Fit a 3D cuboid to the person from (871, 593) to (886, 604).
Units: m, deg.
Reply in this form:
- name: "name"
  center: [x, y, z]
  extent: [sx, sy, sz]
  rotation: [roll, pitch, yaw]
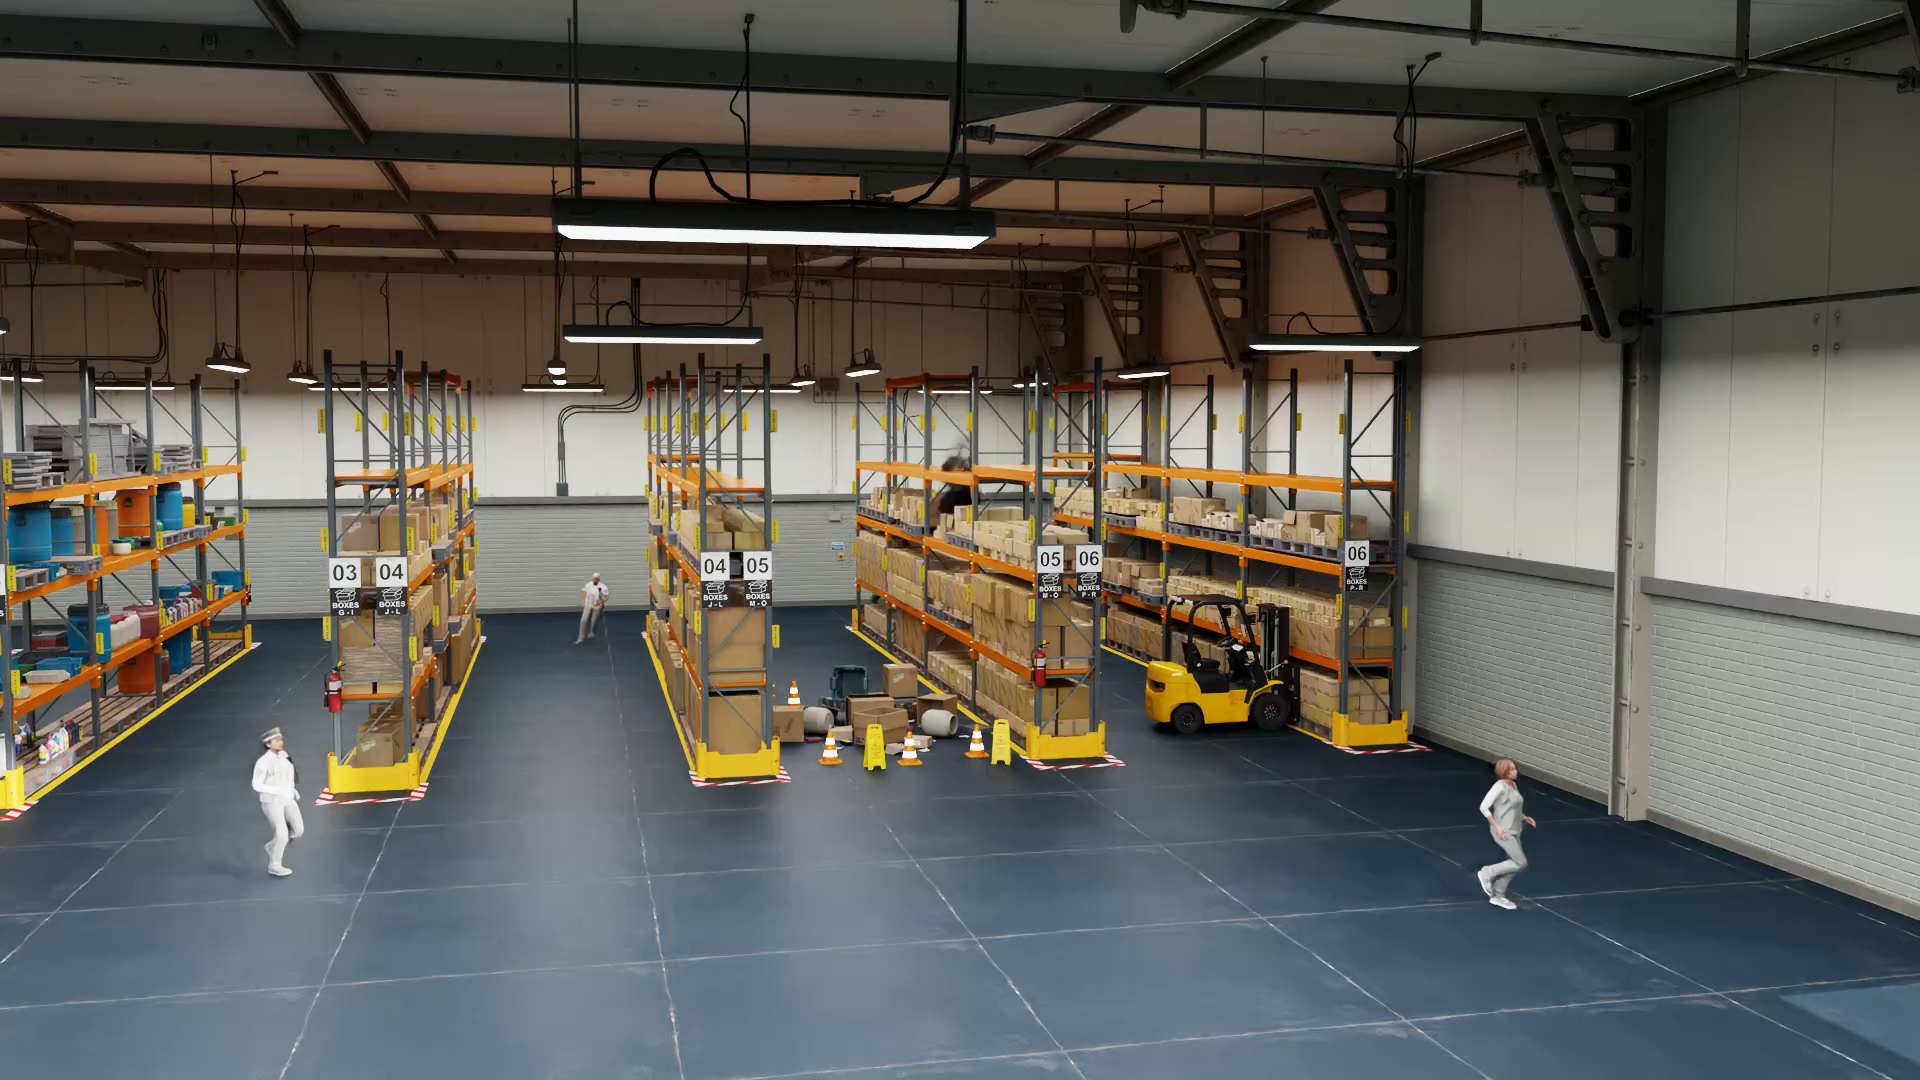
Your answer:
- name: "person"
  center: [-2.054, 1.191, 41.932]
  extent: [0.899, 1.757, 0.716]
  rotation: [3, 5, 35]

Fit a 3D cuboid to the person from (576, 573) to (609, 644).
- name: "person"
  center: [-8.429, 1.546, 38.283]
  extent: [0.691, 1.596, 0.867]
  rotation: [0, 4, -1]

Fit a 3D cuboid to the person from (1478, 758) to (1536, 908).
- name: "person"
  center: [5.665, 3.037, 17.203]
  extent: [0.539, 1.558, 0.542]
  rotation: [3, 5, 39]

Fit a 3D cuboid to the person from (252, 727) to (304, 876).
- name: "person"
  center: [-7.527, 2.892, 18.432]
  extent: [0.531, 1.650, 0.608]
  rotation: [1, 4, 20]
